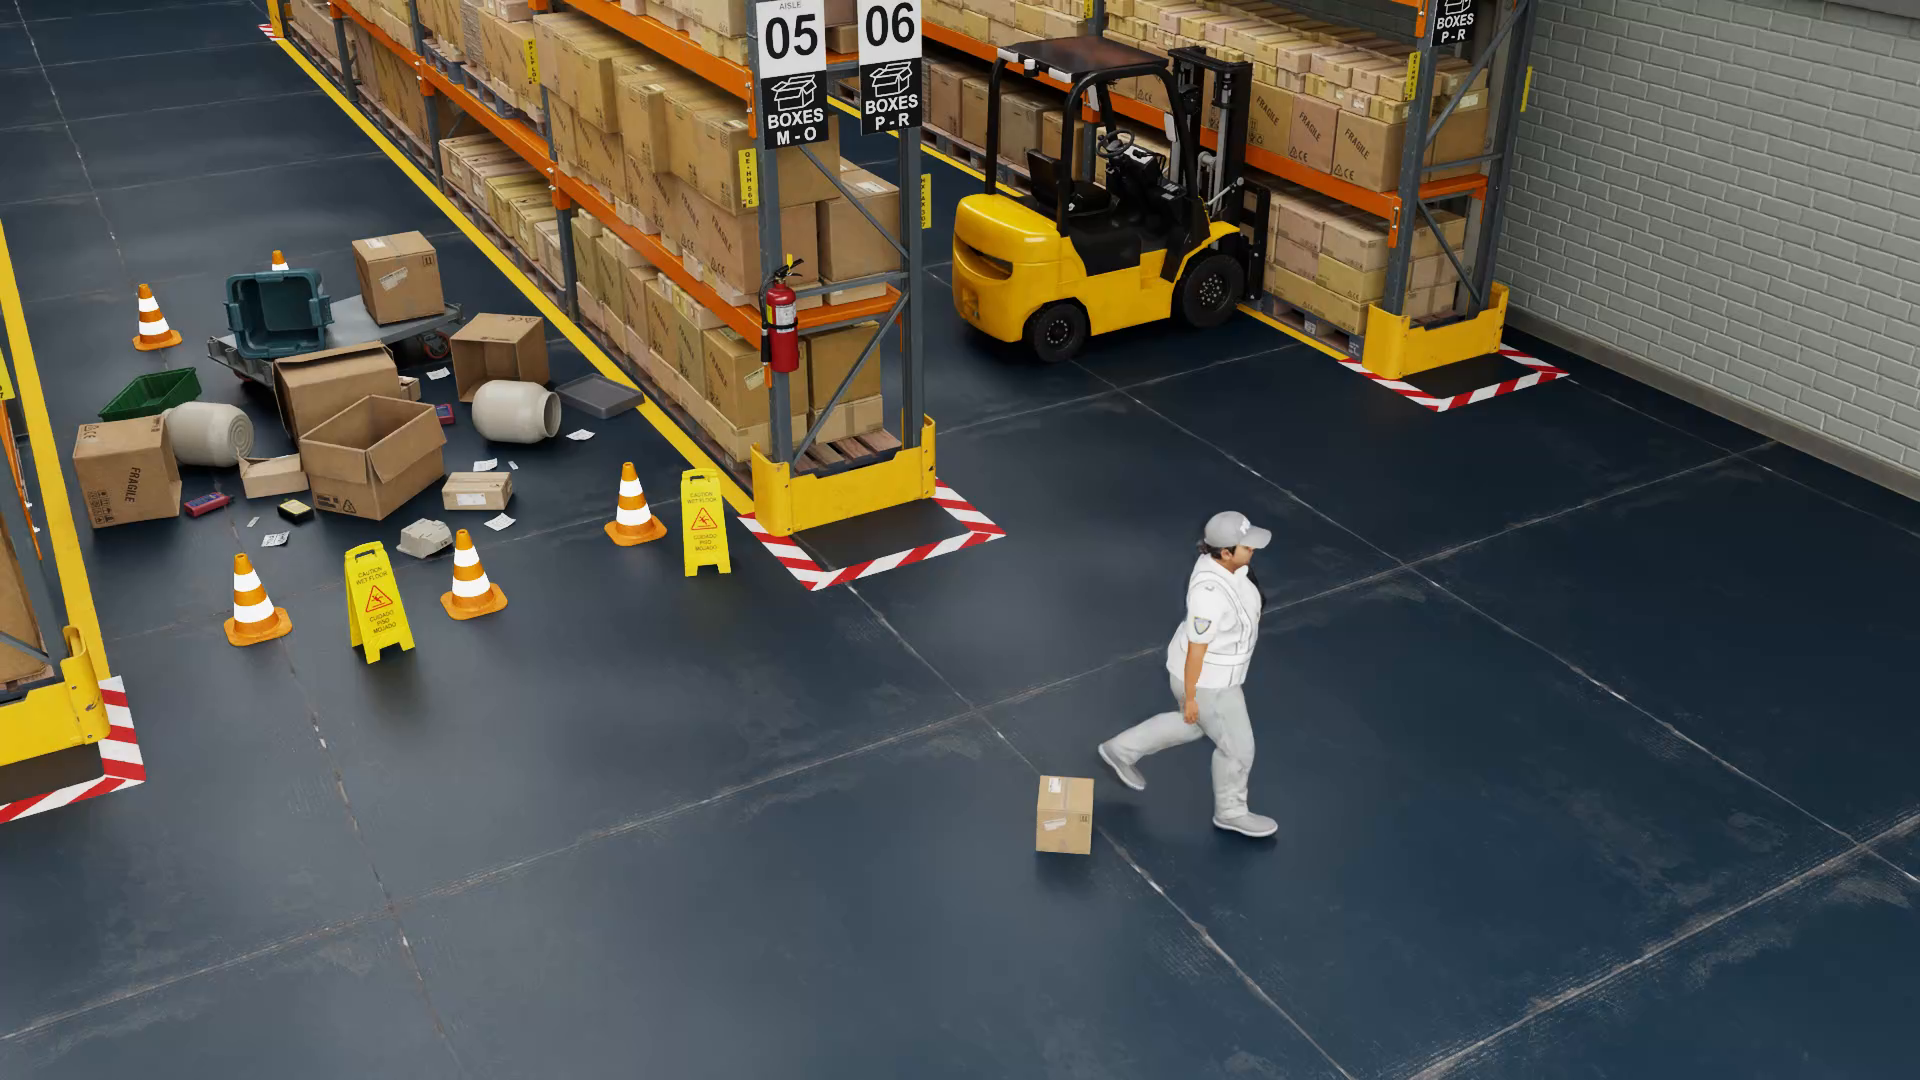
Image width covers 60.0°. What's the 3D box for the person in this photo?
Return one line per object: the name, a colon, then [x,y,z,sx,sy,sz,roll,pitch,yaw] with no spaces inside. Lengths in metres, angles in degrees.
person: [1.071,0.568,7.522,0.875,1.623,0.488,6,30,11]
